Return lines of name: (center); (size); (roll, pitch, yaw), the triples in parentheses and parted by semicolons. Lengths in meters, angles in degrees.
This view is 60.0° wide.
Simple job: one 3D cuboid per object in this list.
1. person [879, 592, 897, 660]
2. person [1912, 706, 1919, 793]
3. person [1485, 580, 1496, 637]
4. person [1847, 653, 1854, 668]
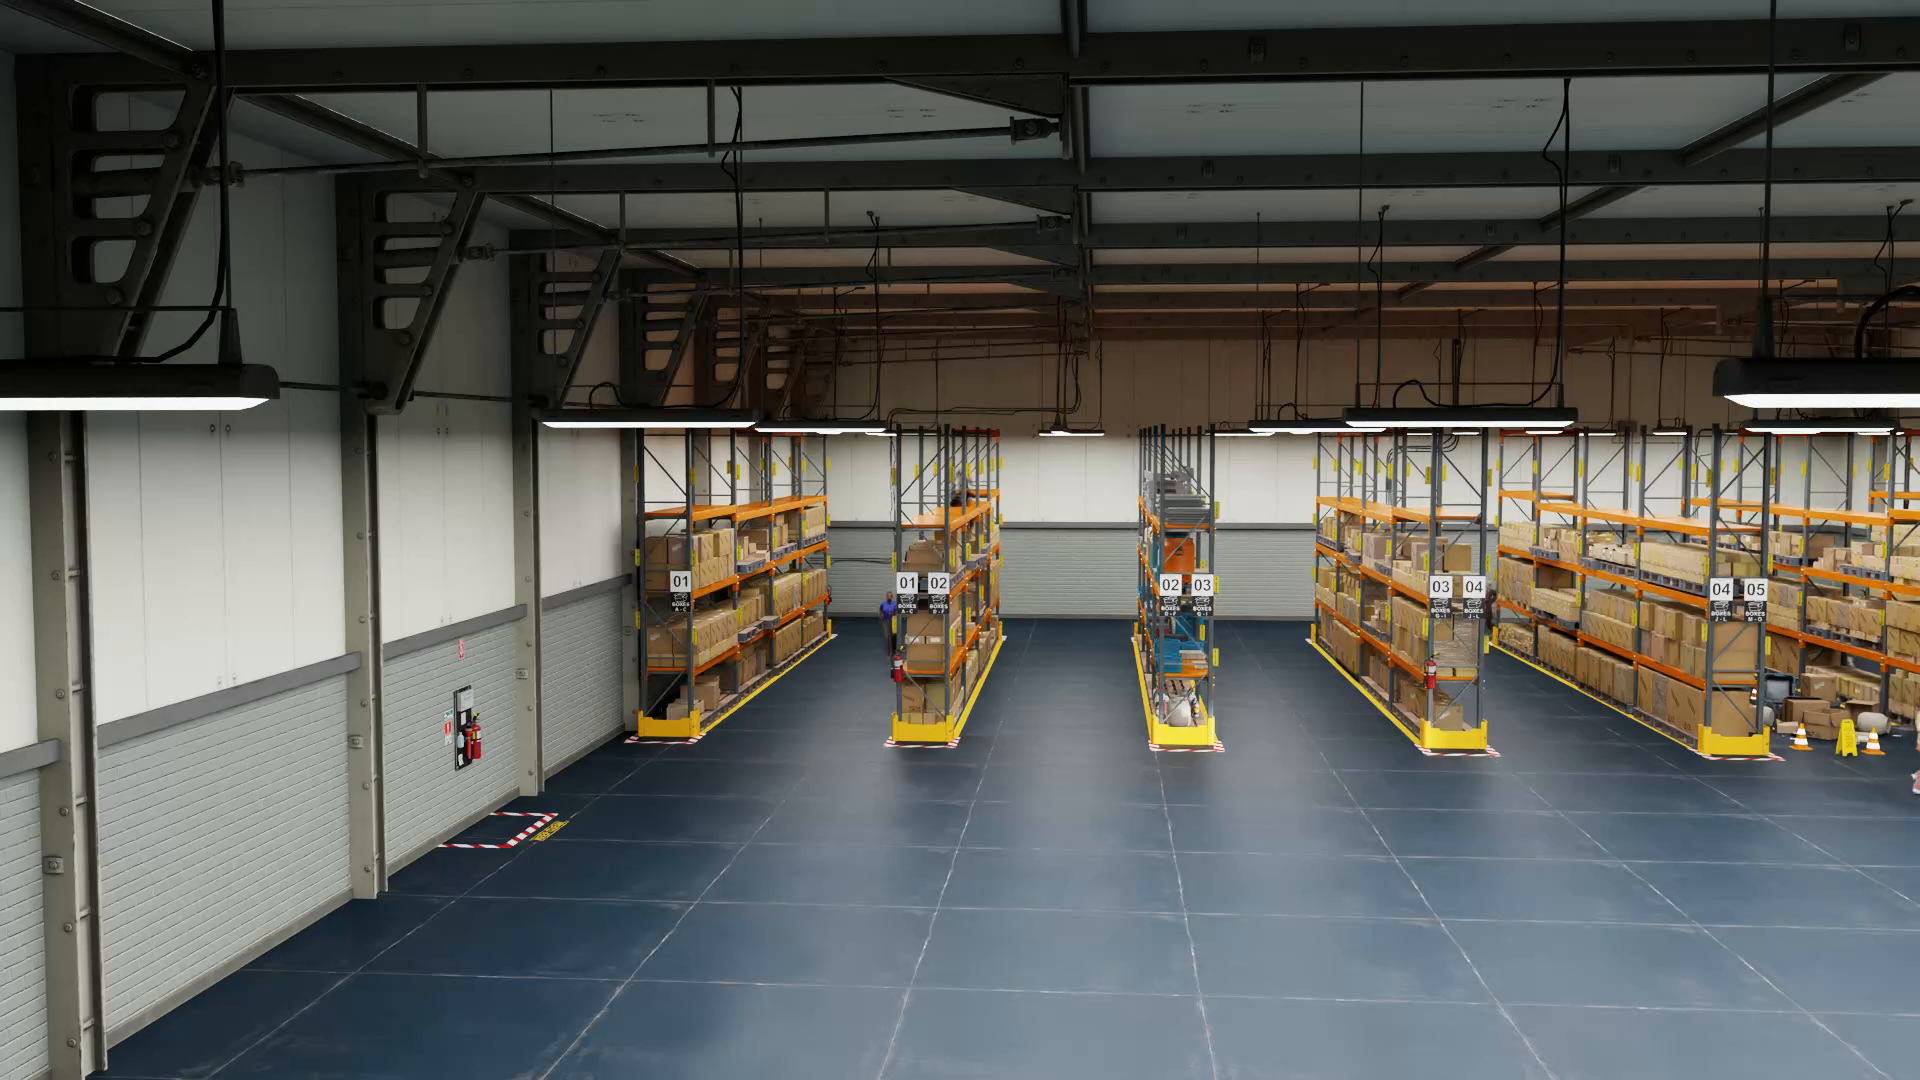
person: (-1.729, 2.117, 40.902); (0.577, 1.692, 0.839); (0, 3, 3)
person: (15.584, 3.269, 26.617); (0.567, 1.631, 0.556); (-3, 5, -42)
person: (14.977, 1.987, 47.578); (1.112, 1.685, 0.716); (1, 4, 13)
person: (21.303, 2.438, 39.703); (0.708, 1.746, 0.714); (0, 3, 6)
